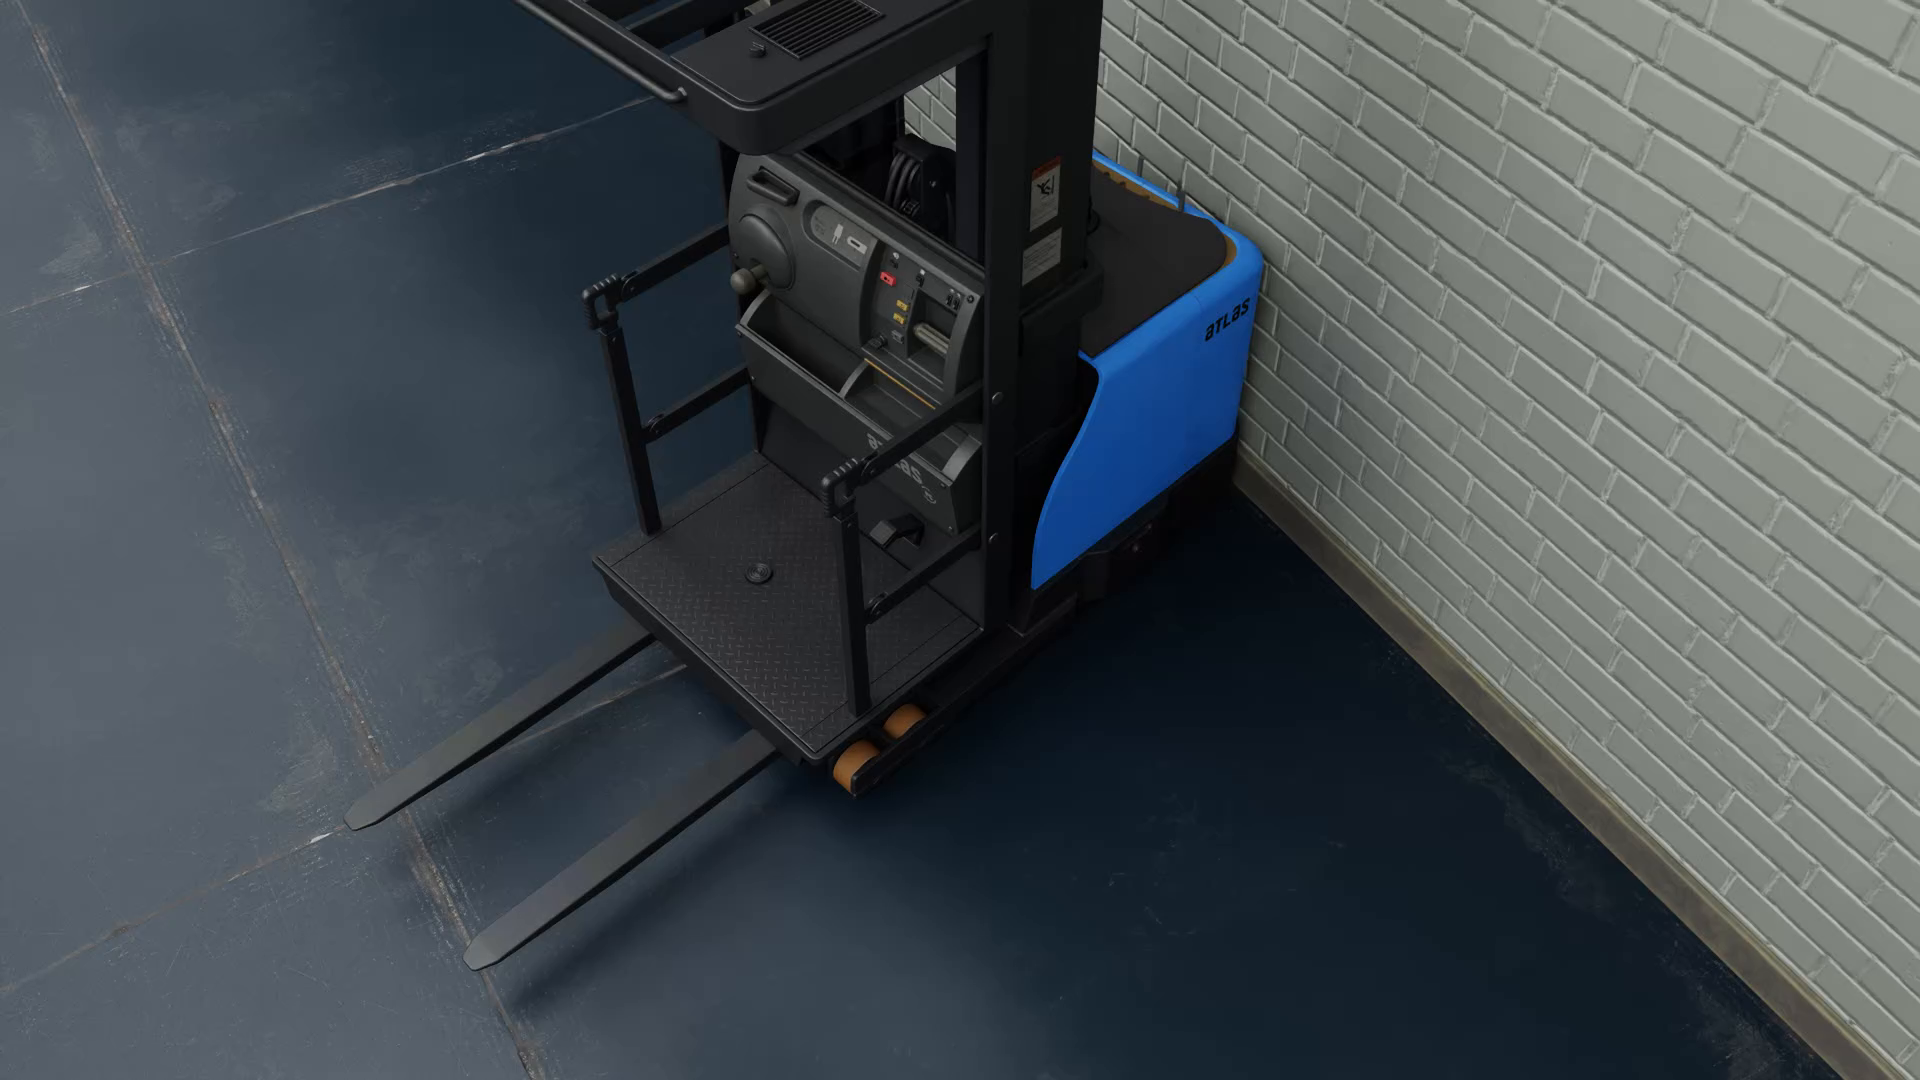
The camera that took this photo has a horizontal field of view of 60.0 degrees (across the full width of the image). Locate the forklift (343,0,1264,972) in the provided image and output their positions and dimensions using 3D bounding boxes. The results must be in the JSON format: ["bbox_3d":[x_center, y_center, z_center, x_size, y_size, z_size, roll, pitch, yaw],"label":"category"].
[{"bbox_3d":[-0.449,-0.646,4.363,3.031,2.935,1.130,-36,58,-28],"label":"forklift"}]

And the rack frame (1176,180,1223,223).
[{"bbox_3d":[0.773,-0.809,5.764,0.006,1.200,0.240,-23,52,-23],"label":"rack frame"}]

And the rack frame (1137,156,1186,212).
[{"bbox_3d":[0.619,-0.742,5.692,0.006,1.200,0.240,-23,52,-23],"label":"rack frame"}]

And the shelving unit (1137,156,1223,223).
[{"bbox_3d":[0.696,-0.775,5.728,0.189,1.200,0.258,-23,52,-23],"label":"shelving unit"}]
